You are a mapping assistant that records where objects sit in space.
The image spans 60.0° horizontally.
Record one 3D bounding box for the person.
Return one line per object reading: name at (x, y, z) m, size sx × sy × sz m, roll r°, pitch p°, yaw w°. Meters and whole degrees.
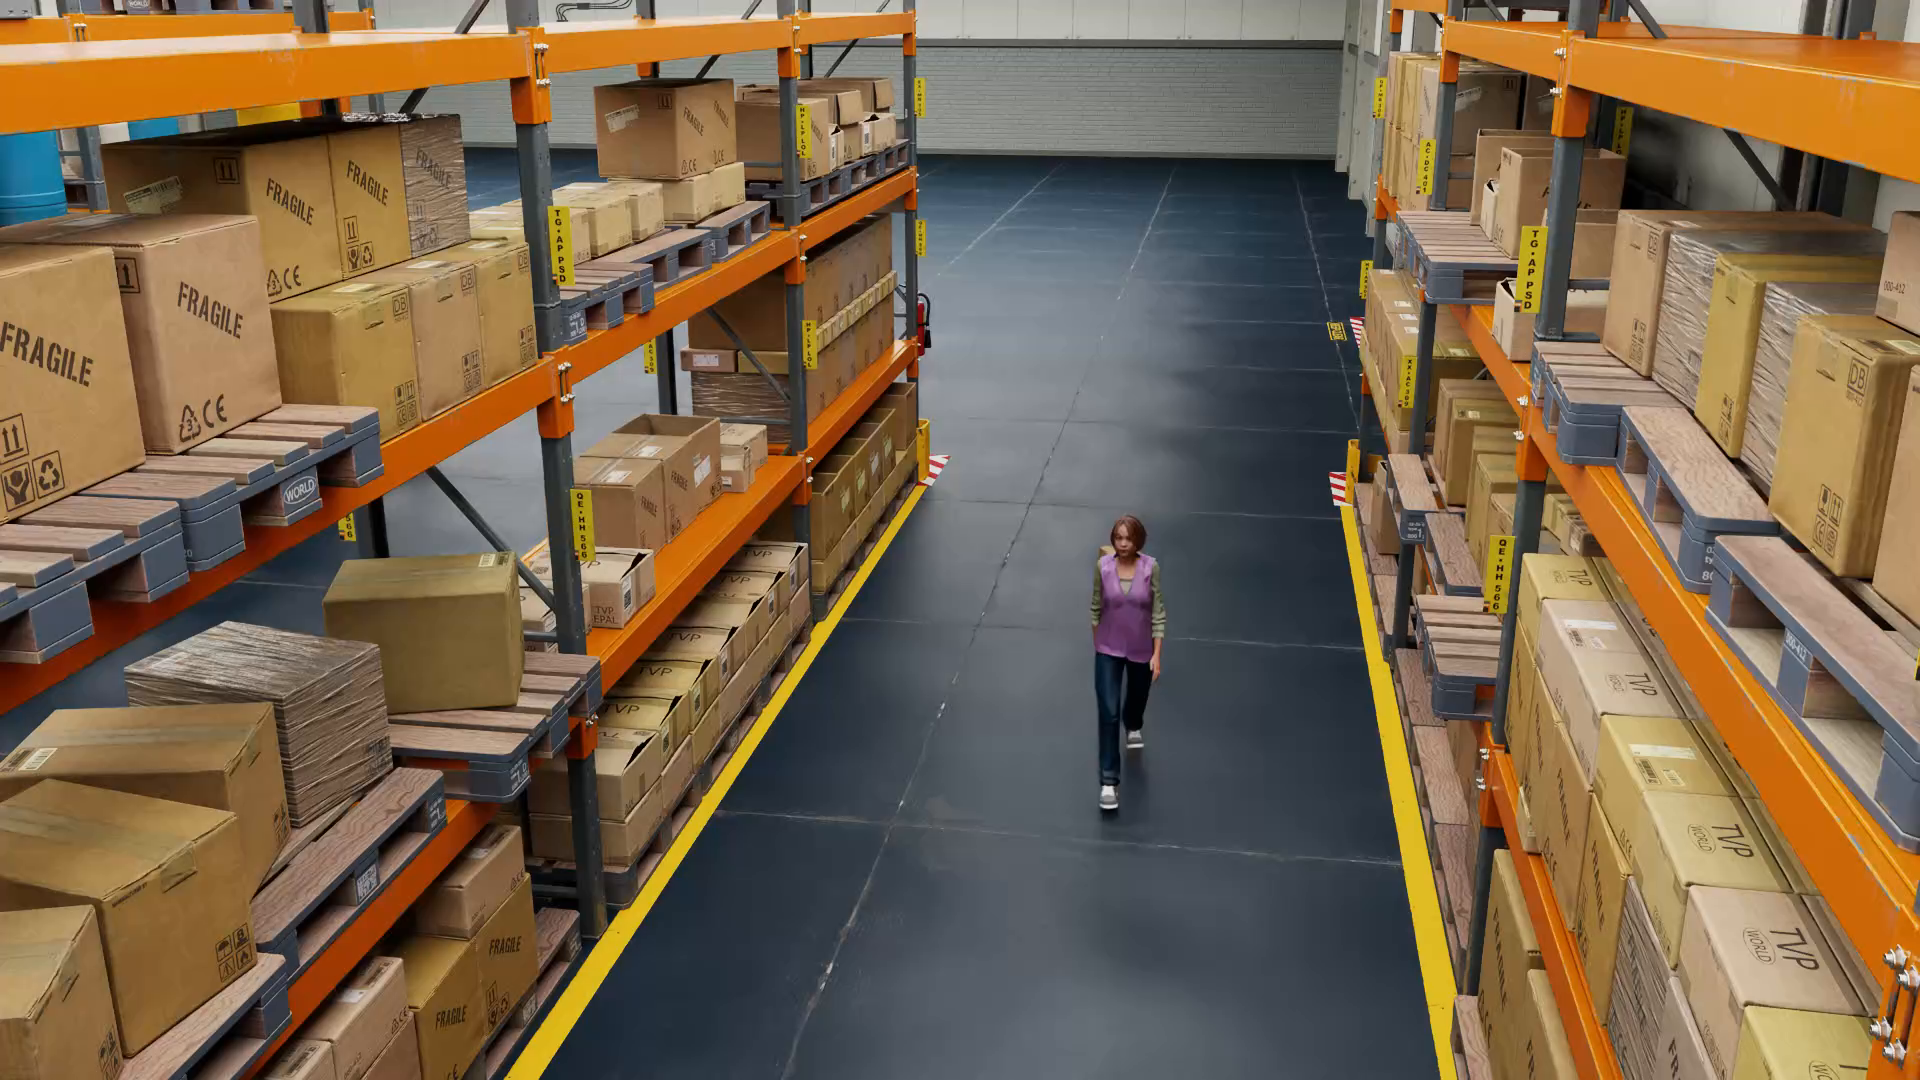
person at (0.924, 0.608, 9.202) m, size 0.410 × 1.546 × 0.936 m, roll 1°, pitch 18°, yaw 3°
